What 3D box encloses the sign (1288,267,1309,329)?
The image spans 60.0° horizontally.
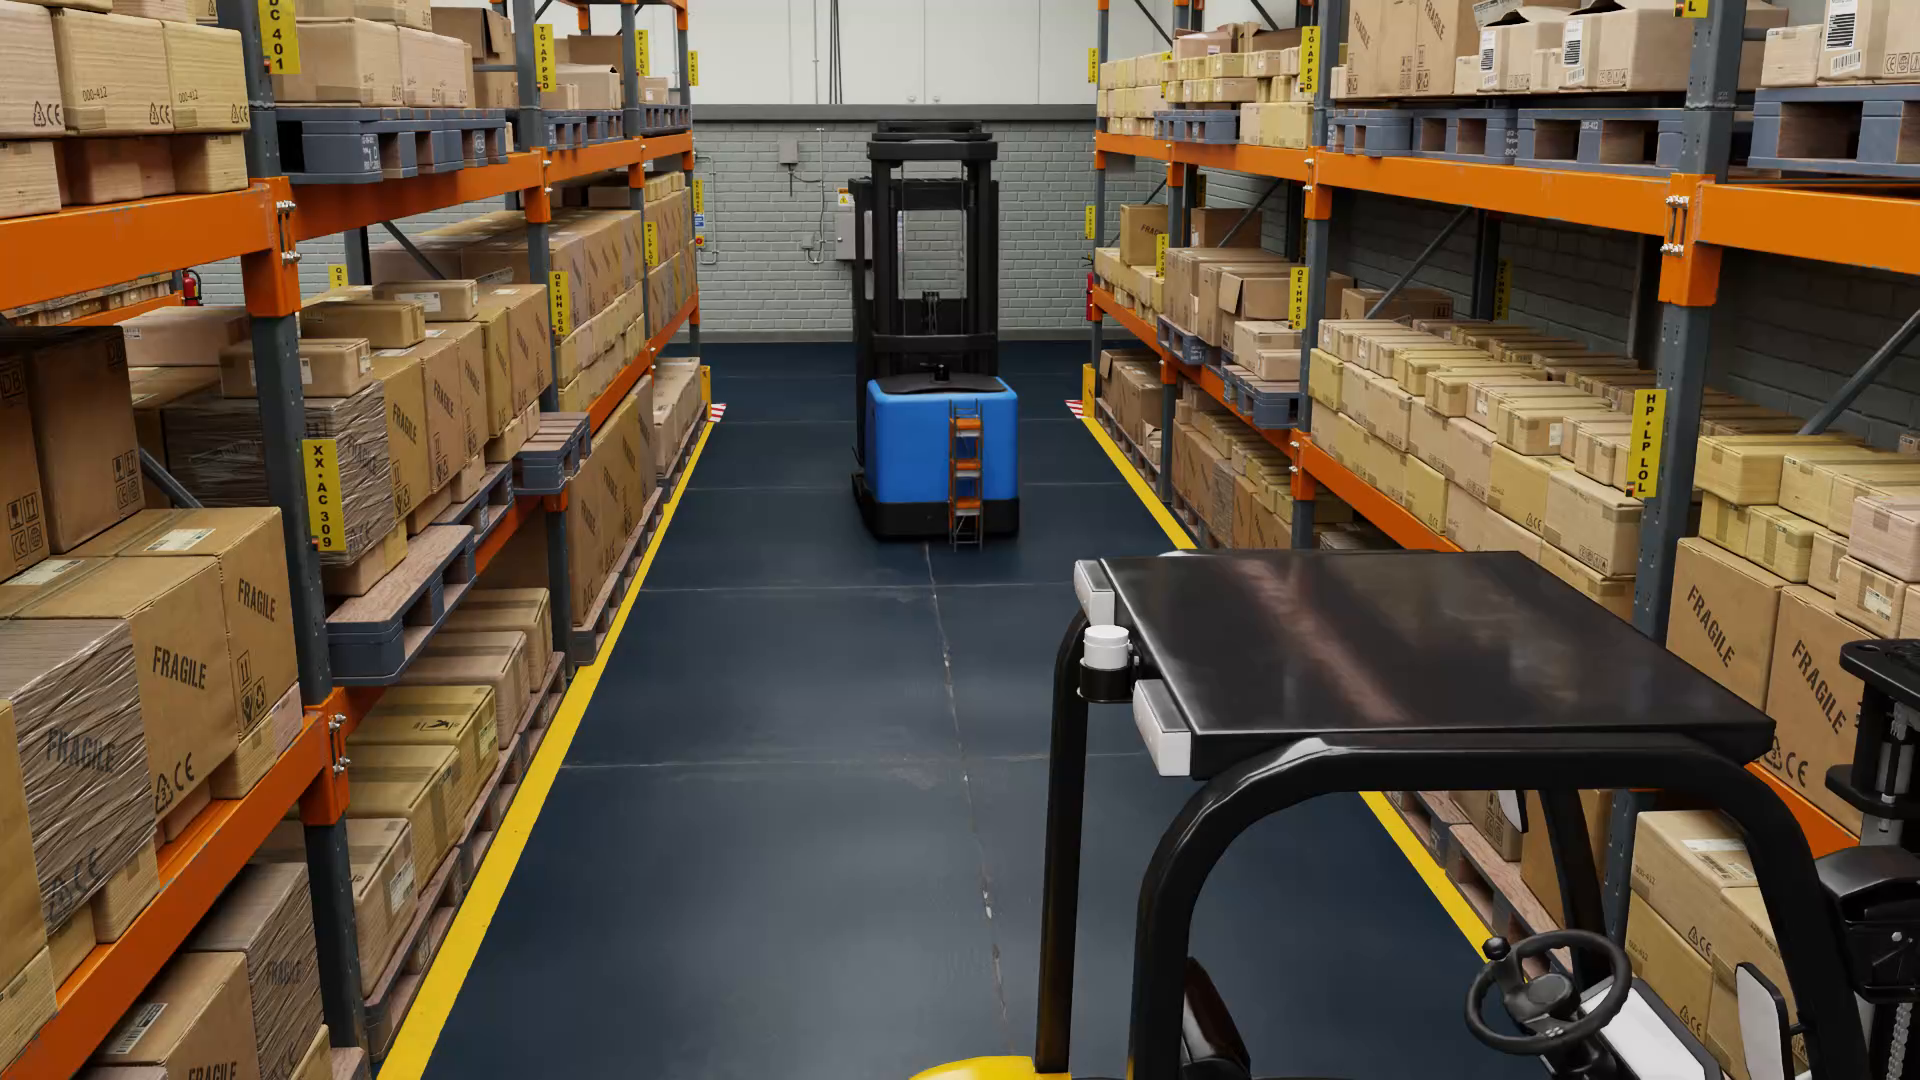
[{"bbox_3d":[1.799,-1.282,8.823,0.100,0.325,0.005,-1,14,-3],"label":"sign"}]

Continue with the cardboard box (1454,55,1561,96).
[{"bbox_3d":[2.169,-1.819,6.516,0.380,0.149,0.250,-1,14,-4],"label":"cardboard box"}]

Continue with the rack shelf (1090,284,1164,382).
[{"bbox_3d":[1.968,-1.914,14.888,1.077,0.370,4.000,-1,14,-3],"label":"rack shelf"}]

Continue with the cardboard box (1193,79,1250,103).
[{"bbox_3d":[1.779,-3.013,11.158,0.380,0.149,0.250,-1,14,-4],"label":"cardboard box"}]

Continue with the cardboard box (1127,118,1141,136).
[{"bbox_3d":[1.650,-3.563,14.339,0.380,0.149,0.250,-1,14,-2],"label":"cardboard box"}]

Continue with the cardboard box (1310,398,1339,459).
[{"bbox_3d":[2.123,-0.583,8.574,0.500,0.250,0.500,-1,14,-3],"label":"cardboard box"}]

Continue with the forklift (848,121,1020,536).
[{"bbox_3d":[-0.286,-1.767,13.012,1.130,2.935,3.031,-2,15,-8],"label":"forklift"}]

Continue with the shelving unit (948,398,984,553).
[{"bbox_3d":[0.042,-0.453,11.679,0.215,1.050,0.252,-2,15,-8],"label":"shelving unit"}]

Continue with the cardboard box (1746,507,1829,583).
[{"bbox_3d":[2.363,0.010,4.465,0.380,0.149,0.250,-1,14,-2],"label":"cardboard box"}]

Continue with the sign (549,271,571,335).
[{"bbox_3d":[-2.073,-1.226,8.605,0.100,0.325,0.005,-1,14,-3],"label":"sign"}]

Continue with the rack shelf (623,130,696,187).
[{"bbox_3d":[-2.986,-3.289,14.213,1.077,0.370,4.000,-1,14,-3],"label":"rack shelf"}]

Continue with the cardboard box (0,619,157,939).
[{"bbox_3d":[-2.015,0.473,3.369,0.500,0.500,0.500,0,14,-2],"label":"cardboard box"}]

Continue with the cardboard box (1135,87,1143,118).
[{"bbox_3d":[1.749,-3.662,13.922,0.500,0.250,0.500,-1,14,-2],"label":"cardboard box"}]

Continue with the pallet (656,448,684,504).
[{"bbox_3d":[-2.831,-0.527,13.651,1.003,0.211,1.213,-1,14,-3],"label":"pallet"}]

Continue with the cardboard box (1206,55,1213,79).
[{"bbox_3d":[1.821,-3.091,10.865,0.380,0.149,0.250,-1,14,-3],"label":"cardboard box"}]

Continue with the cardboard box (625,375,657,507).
[{"bbox_3d":[-2.744,-0.709,12.182,0.875,0.875,0.875,0,14,-2],"label":"cardboard box"}]

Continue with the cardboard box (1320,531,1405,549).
[{"bbox_3d":[2.365,0.332,8.639,0.875,0.625,0.625,0,14,-2],"label":"cardboard box"}]

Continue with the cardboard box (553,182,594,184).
[{"bbox_3d":[-3.146,-2.798,13.371,0.380,0.149,0.250,-1,14,-4],"label":"cardboard box"}]

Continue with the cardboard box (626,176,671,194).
[{"bbox_3d":[-2.754,-3.126,14.648,0.380,0.149,0.250,-1,14,-2],"label":"cardboard box"}]

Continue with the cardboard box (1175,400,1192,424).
[{"bbox_3d":[1.849,-0.978,12.681,0.380,0.149,0.250,0,14,-1],"label":"cardboard box"}]

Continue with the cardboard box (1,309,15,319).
[{"bbox_3d":[-7.575,-1.905,12.614,0.500,0.500,0.500,-1,14,-4],"label":"cardboard box"}]

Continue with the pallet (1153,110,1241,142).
[{"bbox_3d":[2.062,-2.963,11.881,1.213,0.211,1.003,-1,14,-3],"label":"pallet"}]

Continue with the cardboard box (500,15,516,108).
[{"bbox_3d":[-2.865,-2.640,9.205,0.700,0.500,0.500,-2,15,-6],"label":"cardboard box"}]

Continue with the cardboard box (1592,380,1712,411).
[{"bbox_3d":[2.754,-0.546,6.628,0.380,0.149,0.250,-1,14,-4],"label":"cardboard box"}]

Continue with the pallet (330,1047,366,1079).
[{"bbox_3d":[-2.289,1.819,4.532,1.003,0.211,1.213,-1,14,-3],"label":"pallet"}]

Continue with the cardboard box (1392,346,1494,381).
[{"bbox_3d":[2.199,-0.792,7.582,0.380,0.149,0.250,-1,14,-3],"label":"cardboard box"}]

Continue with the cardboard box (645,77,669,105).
[{"bbox_3d":[-2.992,-4.203,15.581,0.500,0.250,0.500,-2,15,-9],"label":"cardboard box"}]

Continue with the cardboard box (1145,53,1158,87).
[{"bbox_3d":[1.780,-3.779,13.374,0.500,0.250,0.500,-1,14,-4],"label":"cardboard box"}]

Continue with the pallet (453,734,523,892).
[{"bbox_3d":[-2.495,1.155,7.113,1.003,0.211,1.213,-1,14,-3],"label":"pallet"}]

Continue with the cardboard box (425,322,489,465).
[{"bbox_3d":[-2.200,-0.590,6.659,0.500,0.500,0.500,-1,15,-6],"label":"cardboard box"}]

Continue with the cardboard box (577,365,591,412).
[{"bbox_3d":[-2.443,-0.873,9.700,0.500,0.250,0.500,-1,14,-5],"label":"cardboard box"}]

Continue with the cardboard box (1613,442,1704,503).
[{"bbox_3d":[2.345,-0.219,5.356,0.380,0.149,0.250,0,14,-2],"label":"cardboard box"}]

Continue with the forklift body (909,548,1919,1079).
[{"bbox_3d":[0.897,1.187,3.096,2.313,2.155,1.214,-1,14,-3],"label":"forklift body"}]

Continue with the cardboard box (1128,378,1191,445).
[{"bbox_3d":[1.866,-1.127,14.562,0.700,0.500,0.500,-1,14,-6],"label":"cardboard box"}]

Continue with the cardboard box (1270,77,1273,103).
[{"bbox_3d":[2.066,-2.682,9.911,0.380,0.149,0.250,-1,14,-3],"label":"cardboard box"}]

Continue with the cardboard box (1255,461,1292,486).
[{"bbox_3d":[2.065,-0.396,10.417,0.380,0.149,0.250,0,14,-2],"label":"cardboard box"}]

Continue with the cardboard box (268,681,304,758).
[{"bbox_3d":[-2.042,0.499,4.570,0.380,0.149,0.250,-1,14,-4],"label":"cardboard box"}]

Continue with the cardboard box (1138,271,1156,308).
[{"bbox_3d":[1.771,-2.083,13.808,0.500,0.250,0.500,-1,14,-3],"label":"cardboard box"}]

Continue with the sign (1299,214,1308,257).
[{"bbox_3d":[2.646,-2.335,12.758,0.100,0.325,0.005,-1,14,-3],"label":"sign"}]

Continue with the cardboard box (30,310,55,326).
[{"bbox_3d":[-7.607,-1.800,13.505,0.380,0.149,0.250,-1,14,-2],"label":"cardboard box"}]

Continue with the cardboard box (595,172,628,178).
[{"bbox_3d":[-3.277,-3.372,15.604,0.380,0.149,0.250,-1,14,-2],"label":"cardboard box"}]

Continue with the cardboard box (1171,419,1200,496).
[{"bbox_3d":[1.897,-0.634,12.644,0.500,0.500,0.500,0,14,-1],"label":"cardboard box"}]

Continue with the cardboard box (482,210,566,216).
[{"bbox_3d":[-3.122,-2.106,11.984,0.500,0.500,0.500,-1,14,-3],"label":"cardboard box"}]

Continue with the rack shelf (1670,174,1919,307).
[{"bbox_3d":[2.712,-0.382,2.915,1.077,0.370,4.000,-1,14,-3],"label":"rack shelf"}]

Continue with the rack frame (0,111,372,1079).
[{"bbox_3d":[-2.366,0.302,4.831,1.000,3.000,0.127,-1,14,-3],"label":"rack frame"}]

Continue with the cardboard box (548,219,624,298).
[{"bbox_3d":[-2.532,-1.858,11.019,0.500,0.500,0.500,0,14,-2],"label":"cardboard box"}]

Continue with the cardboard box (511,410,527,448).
[{"bbox_3d":[-2.202,-0.506,7.634,0.380,0.149,0.250,-2,15,-6],"label":"cardboard box"}]

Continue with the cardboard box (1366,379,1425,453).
[{"bbox_3d":[2.168,-0.570,7.521,0.500,0.250,0.500,-1,14,-5],"label":"cardboard box"}]

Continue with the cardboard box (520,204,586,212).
[{"bbox_3d":[-3.167,-2.333,12.867,0.500,0.500,0.500,-1,14,-4],"label":"cardboard box"}]

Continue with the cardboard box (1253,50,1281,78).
[{"bbox_3d":[1.961,-2.828,9.882,0.380,0.149,0.250,-1,14,-5],"label":"cardboard box"}]

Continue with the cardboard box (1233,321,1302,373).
[{"bbox_3d":[1.951,-1.158,9.966,0.500,0.250,0.500,-2,15,-6],"label":"cardboard box"}]

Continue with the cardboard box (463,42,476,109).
[{"bbox_3d":[-2.565,-1.958,7.395,0.700,0.500,0.500,-1,14,-3],"label":"cardboard box"}]

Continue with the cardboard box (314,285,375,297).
[{"bbox_3d":[-2.817,-0.973,8.147,0.500,0.500,0.500,-1,14,-5],"label":"cardboard box"}]

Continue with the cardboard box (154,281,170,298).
[{"bbox_3d":[-7.742,-2.382,15.769,0.380,0.149,0.250,-1,14,-3],"label":"cardboard box"}]

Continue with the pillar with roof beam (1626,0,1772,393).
[{"bbox_3d":[-0.976,-3.299,6.787,9.100,9.000,0.400,-1,14,-3],"label":"pillar with roof beam"}]

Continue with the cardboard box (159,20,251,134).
[{"bbox_3d":[-2.070,-1.116,4.027,0.500,0.250,0.500,-1,14,-4],"label":"cardboard box"}]

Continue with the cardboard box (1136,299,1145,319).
[{"bbox_3d":[1.709,-1.976,14.190,0.380,0.149,0.250,-1,14,-4],"label":"cardboard box"}]
